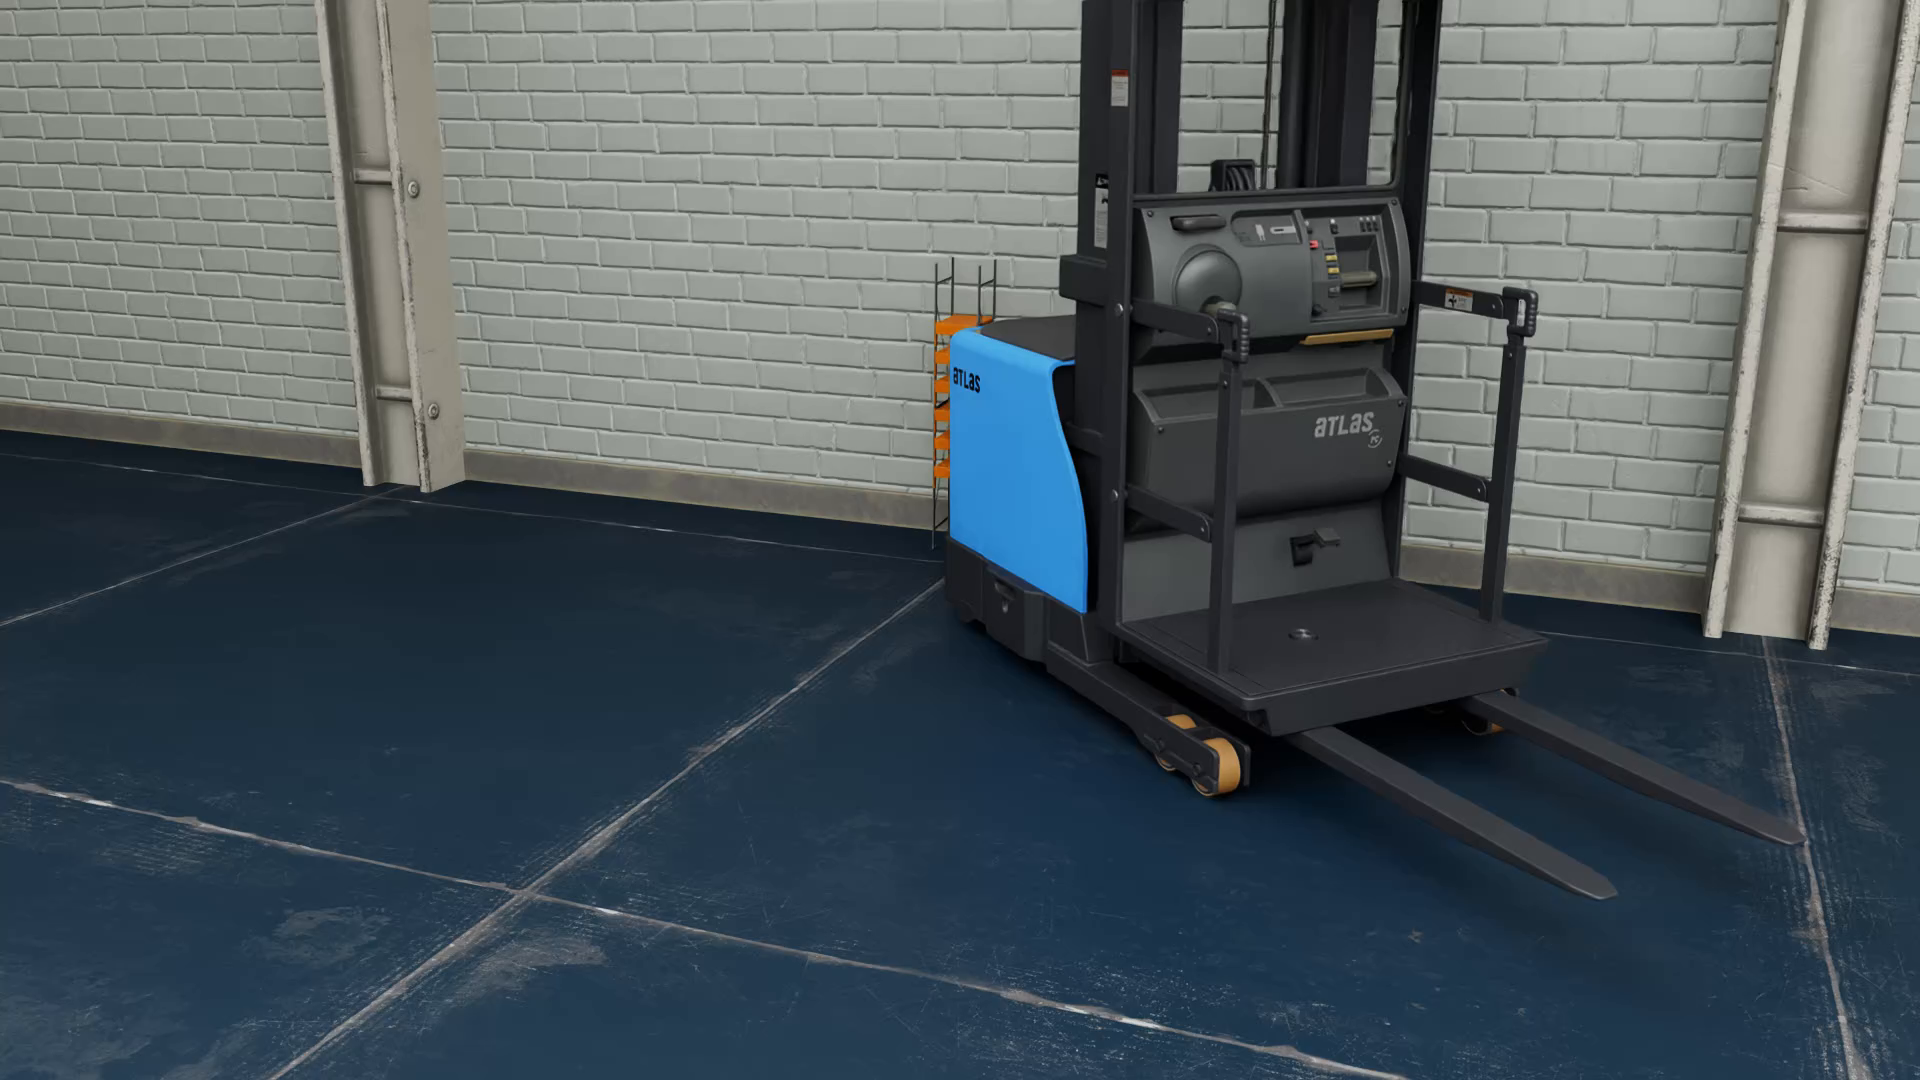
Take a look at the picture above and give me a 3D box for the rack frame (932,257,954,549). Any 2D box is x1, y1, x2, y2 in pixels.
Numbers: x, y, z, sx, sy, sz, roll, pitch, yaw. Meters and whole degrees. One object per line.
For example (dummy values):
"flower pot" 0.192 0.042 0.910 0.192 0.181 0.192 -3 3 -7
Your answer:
"rack frame" -0.071 -0.568 6.966 0.006 1.200 0.240 6 17 17

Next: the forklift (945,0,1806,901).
"forklift" 1.044 -0.824 4.754 1.130 2.935 3.031 -8 18 -25

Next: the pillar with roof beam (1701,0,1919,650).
"pillar with roof beam" 1.335 -2.878 0.947 0.400 9.000 9.100 6 17 21

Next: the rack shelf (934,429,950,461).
"rack shelf" 0.014 -0.402 6.988 0.180 0.103 0.258 6 17 17

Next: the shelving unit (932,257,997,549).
"shelving unit" 0.017 -0.559 6.940 0.189 1.200 0.258 6 17 17

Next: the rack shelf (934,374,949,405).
"rack shelf" 0.018 -0.632 6.919 0.180 0.103 0.258 6 17 17

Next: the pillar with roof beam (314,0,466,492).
"pillar with roof beam" -4.246 -3.492 3.061 0.400 9.000 9.100 6 17 21

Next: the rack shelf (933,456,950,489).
"rack shelf" 0.013 -0.287 7.022 0.180 0.103 0.258 6 17 17

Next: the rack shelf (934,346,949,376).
"rack shelf" 0.019 -0.746 6.884 0.180 0.103 0.258 6 17 17

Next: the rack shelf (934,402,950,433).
"rack shelf" 0.016 -0.517 6.953 0.180 0.103 0.258 6 17 17

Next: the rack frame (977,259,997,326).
"rack frame" 0.104 -0.550 6.914 0.006 1.200 0.240 6 17 17

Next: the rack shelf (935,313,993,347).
"rack shelf" 0.021 -0.861 6.849 0.180 0.103 0.258 6 17 17
